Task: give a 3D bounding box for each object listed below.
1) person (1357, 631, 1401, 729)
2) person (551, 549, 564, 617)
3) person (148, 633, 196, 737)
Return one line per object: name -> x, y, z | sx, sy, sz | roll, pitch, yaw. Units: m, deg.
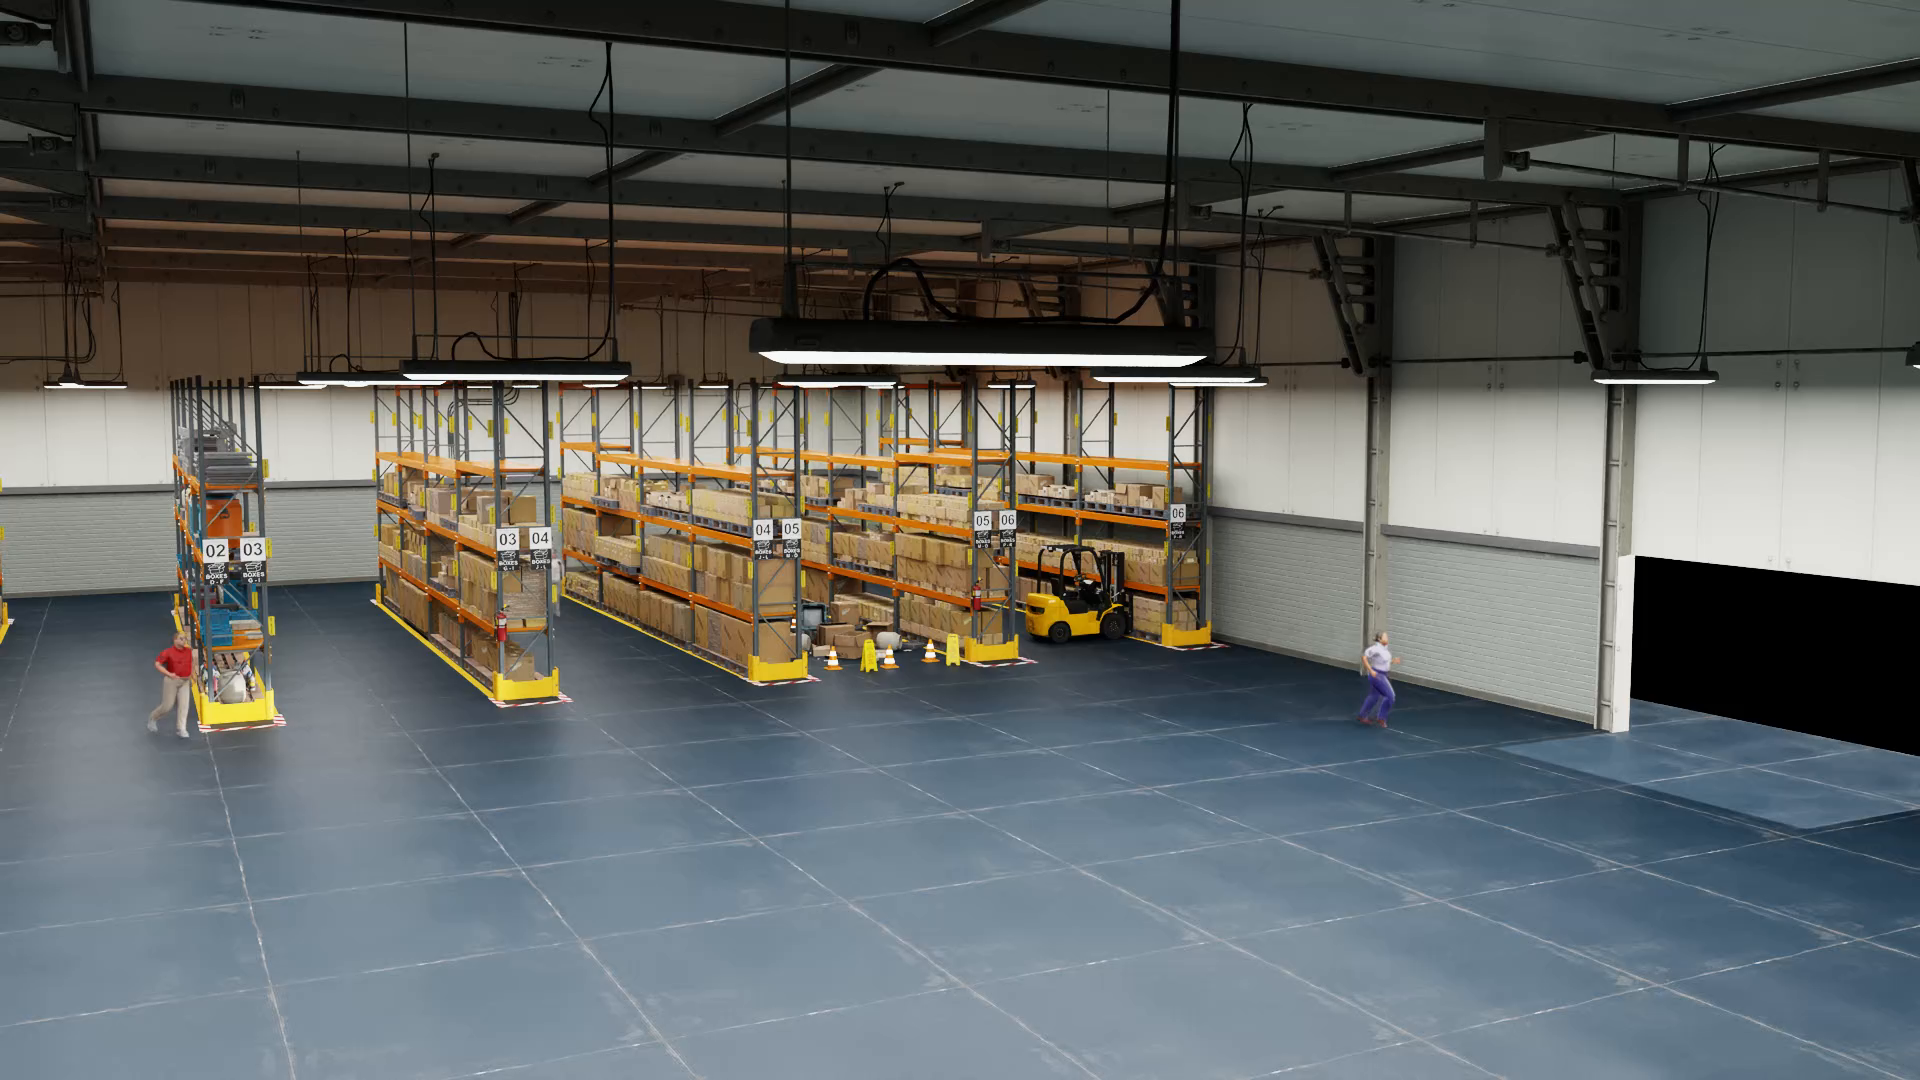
person -> 7.167, 2.400, 28.446 | 0.726, 1.707, 0.572 | 2, 5, 22
person -> -10.453, 1.072, 42.794 | 0.624, 1.714, 0.923 | -2, 6, -25
person -> -13.078, 2.402, 27.827 | 0.948, 1.688, 0.728 | 3, 6, 34
